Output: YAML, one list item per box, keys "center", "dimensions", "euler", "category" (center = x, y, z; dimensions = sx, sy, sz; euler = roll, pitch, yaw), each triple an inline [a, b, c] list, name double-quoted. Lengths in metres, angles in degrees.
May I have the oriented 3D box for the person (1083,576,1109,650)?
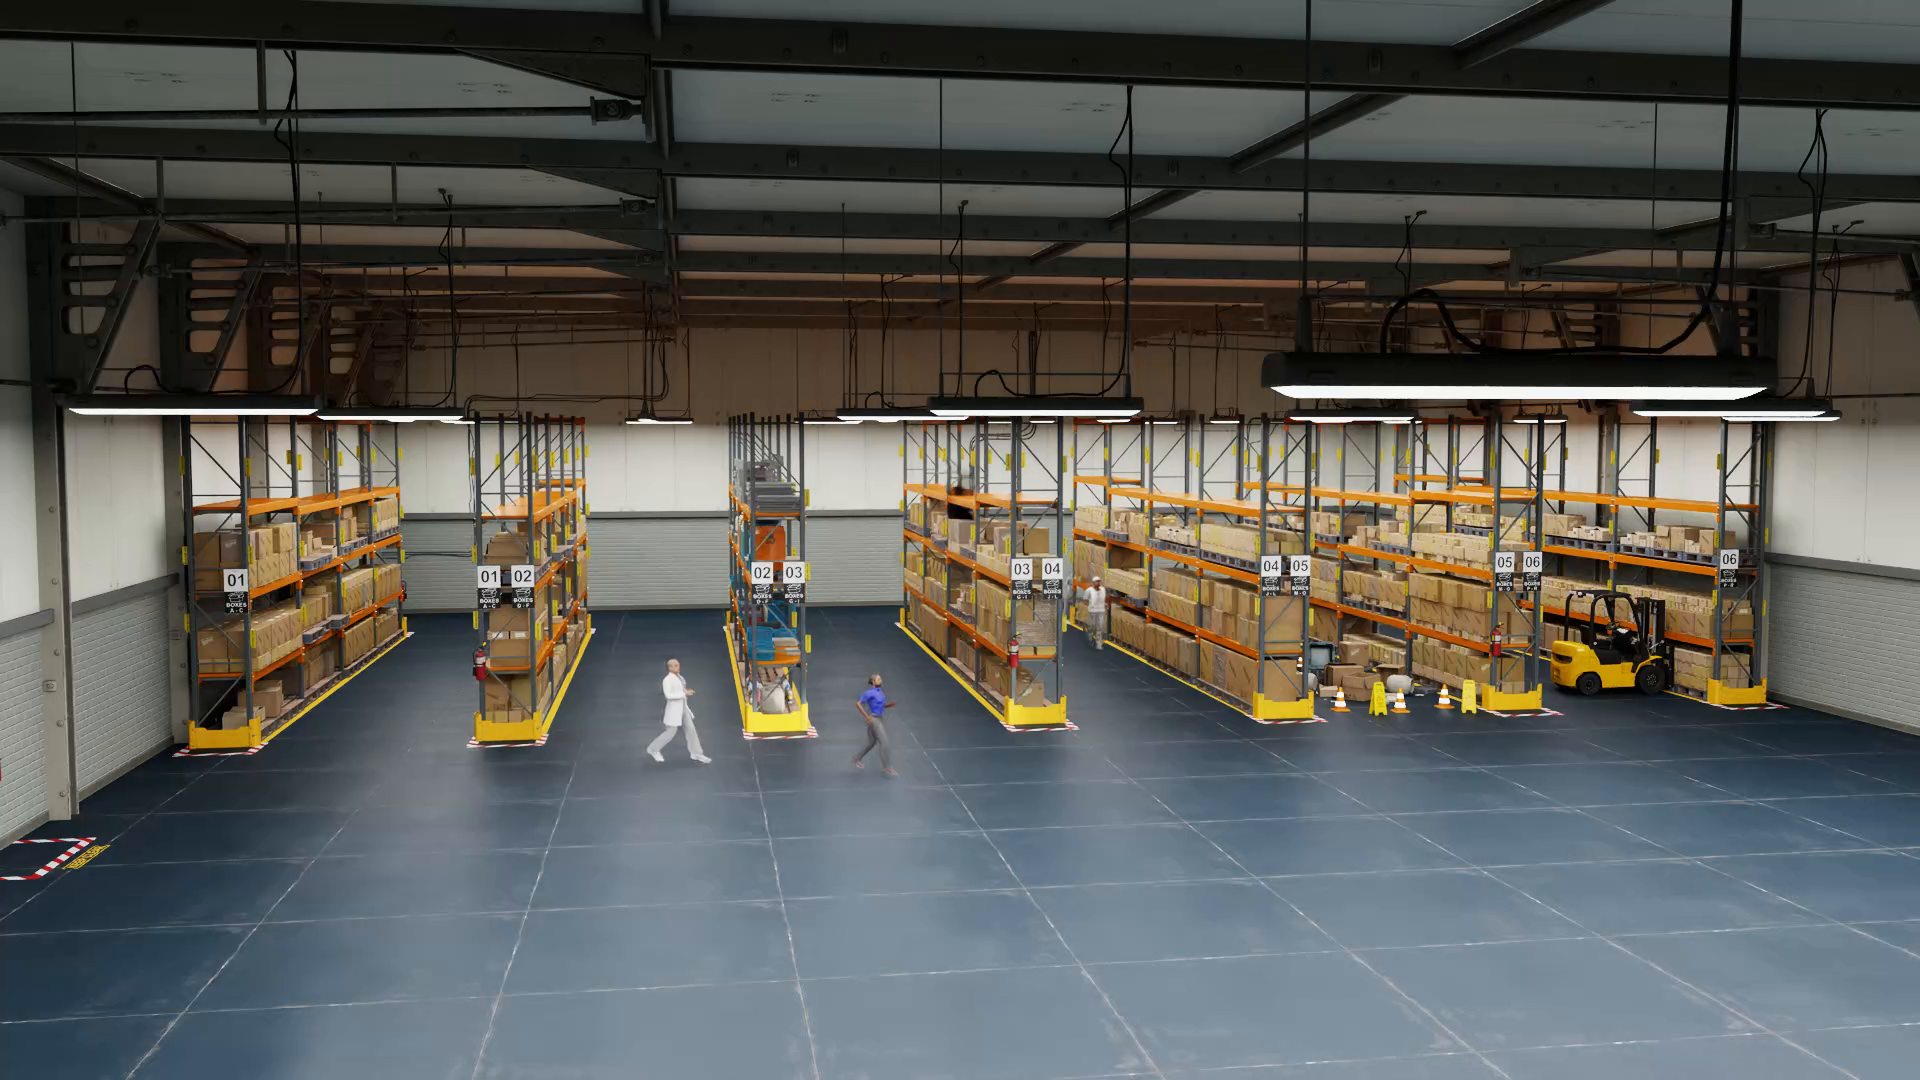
- center: [3.352, 1.776, 40.818]
  dimensions: [0.681, 1.782, 0.878]
  euler: [-1, 4, -14]
  category: "person"

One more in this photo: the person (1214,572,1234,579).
- center: [8.113, 1.410, 50.619]
  dimensions: [0.765, 1.806, 0.648]
  euler: [0, 4, -7]
  category: "person"

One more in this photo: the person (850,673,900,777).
- center: [-1.392, 3.021, 27.316]
  dimensions: [0.867, 1.682, 0.562]
  euler: [1, 4, 12]
  category: "person"

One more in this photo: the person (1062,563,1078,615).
- center: [3.323, 1.504, 49.819]
  dimensions: [0.868, 1.629, 0.671]
  euler: [0, 4, -1]
  category: "person"

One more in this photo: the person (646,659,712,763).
- center: [-4.780, 2.895, 28.235]
  dimensions: [1.116, 1.758, 0.731]
  euler: [1, 4, 18]
  category: "person"
